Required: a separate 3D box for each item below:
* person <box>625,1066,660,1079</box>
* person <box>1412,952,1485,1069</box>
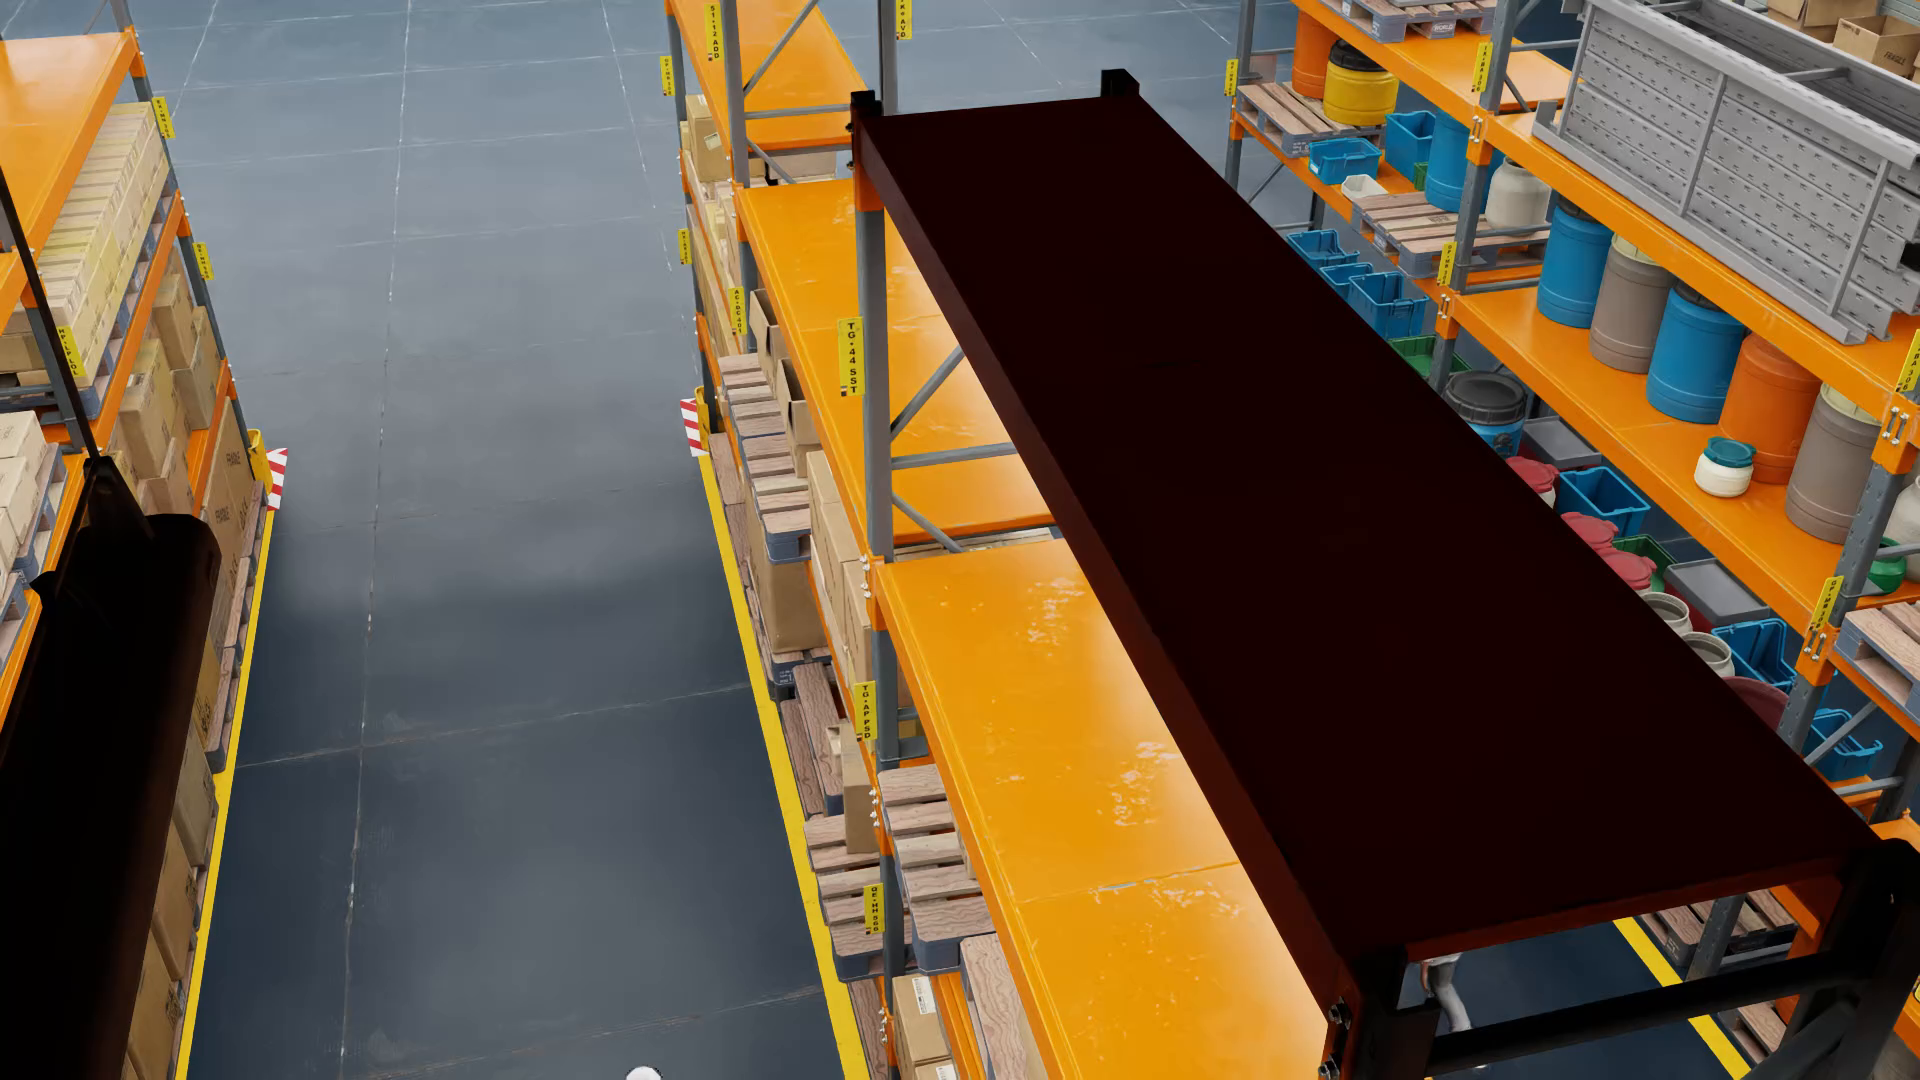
[{"bbox_3d":[-1.448,3.192,7.735,0.694,1.656,0.599,-3,34,-4],"label":"person"},{"bbox_3d":[2.642,2.215,9.177,0.414,1.444,0.889,-15,37,-21],"label":"person"}]
